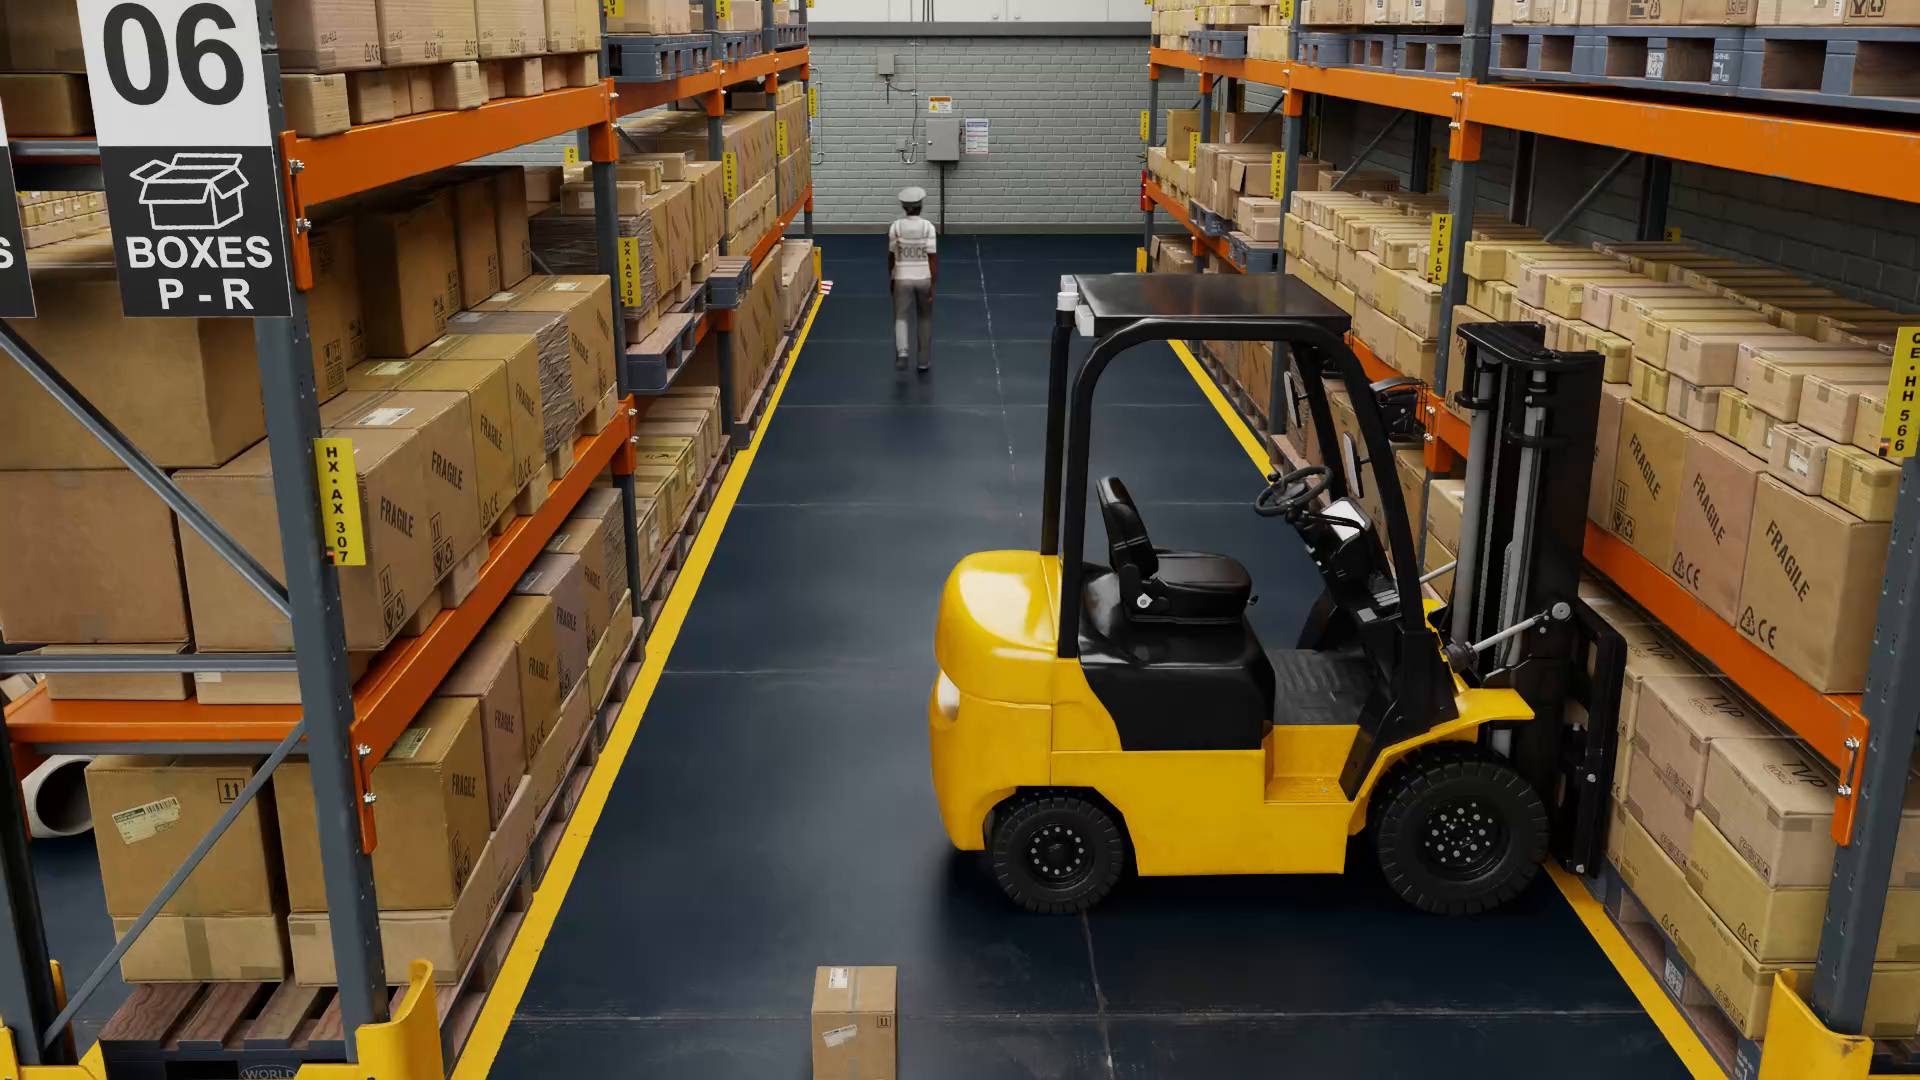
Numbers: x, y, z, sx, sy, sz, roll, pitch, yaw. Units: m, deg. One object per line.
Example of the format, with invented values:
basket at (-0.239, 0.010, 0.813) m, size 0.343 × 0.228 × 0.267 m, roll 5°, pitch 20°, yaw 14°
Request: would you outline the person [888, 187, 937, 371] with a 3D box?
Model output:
person at (-0.426, -2.327, 14.959) m, size 0.441 × 1.659 × 0.813 m, roll 0°, pitch 17°, yaw -1°
